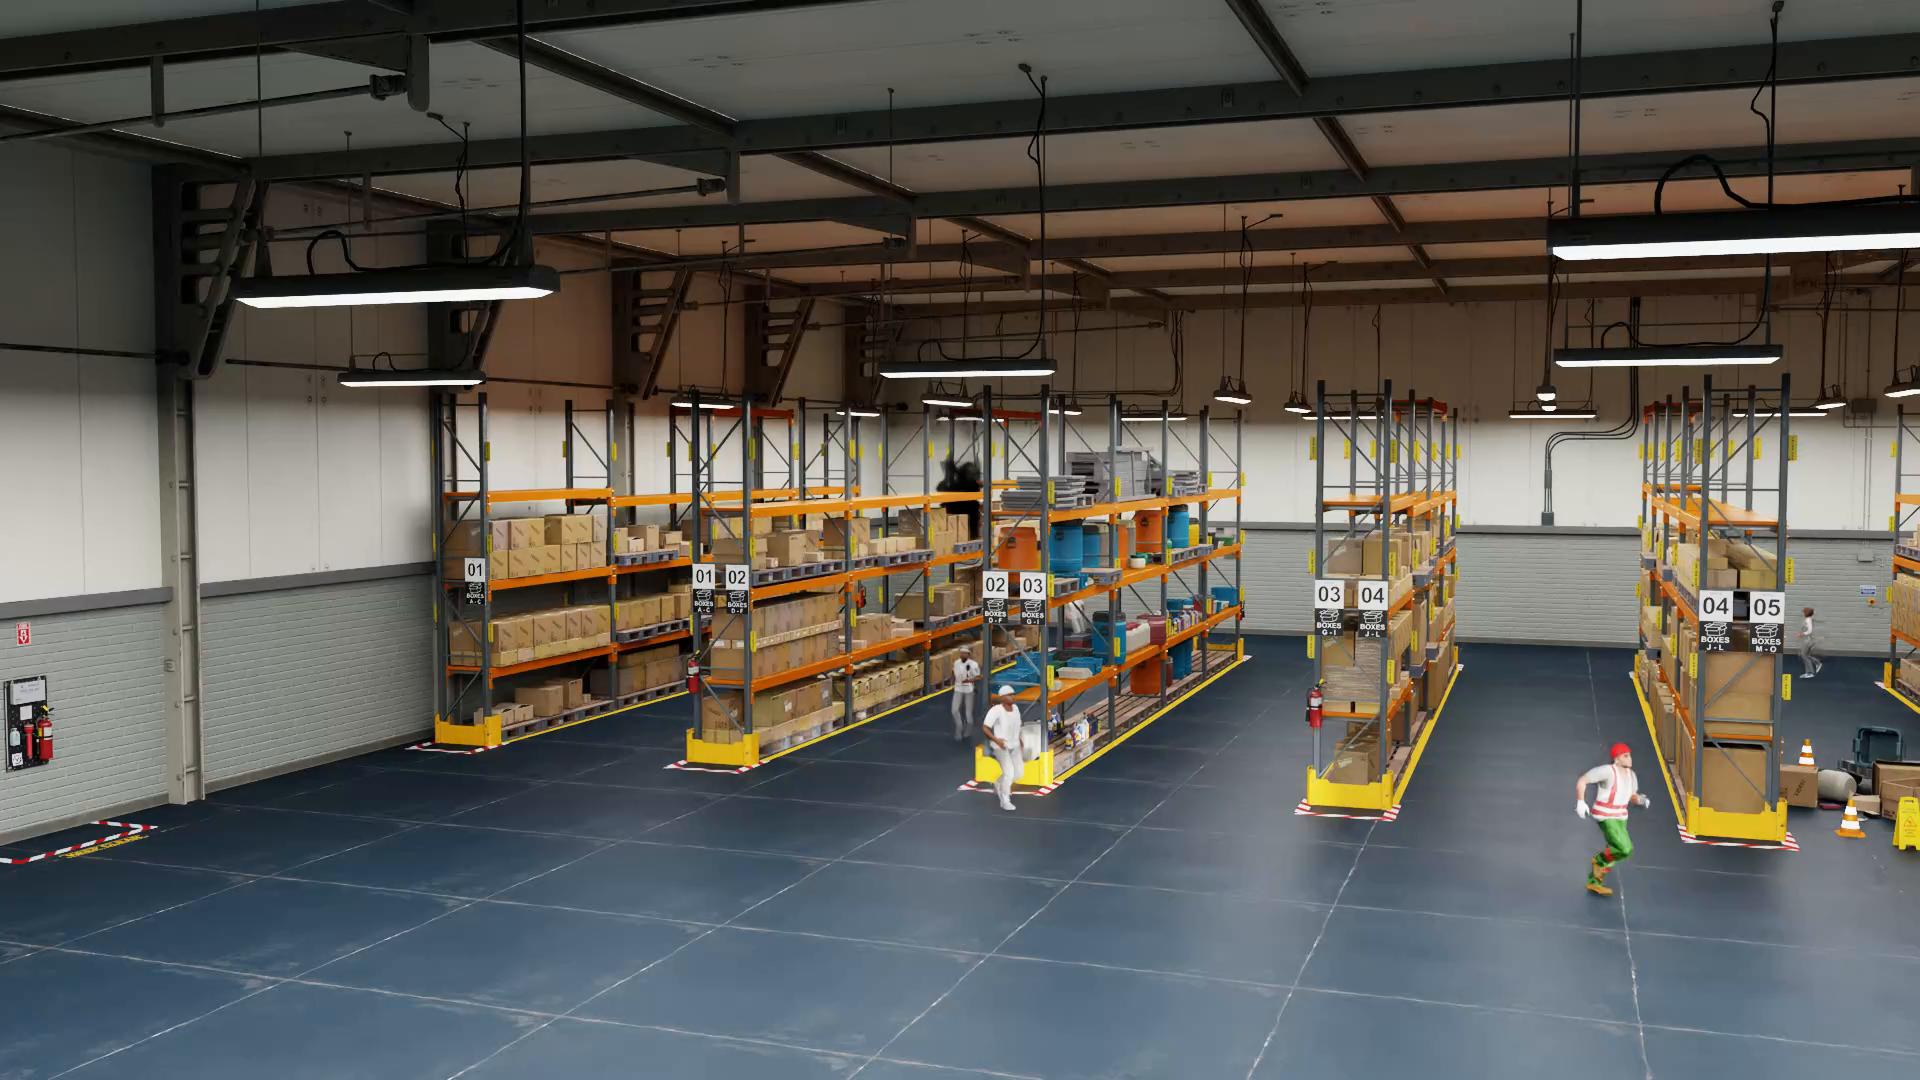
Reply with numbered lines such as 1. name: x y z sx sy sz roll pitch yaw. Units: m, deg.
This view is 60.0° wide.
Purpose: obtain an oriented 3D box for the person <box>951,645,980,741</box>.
1. person: 0.090 2.634 28.736 0.565 1.682 0.711 1 3 16

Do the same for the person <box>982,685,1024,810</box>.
1. person: 0.612 2.895 23.341 0.722 1.729 0.580 -3 4 -41

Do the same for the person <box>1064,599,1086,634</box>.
1. person: 2.866 1.969 41.798 0.685 1.619 0.687 -1 3 -20

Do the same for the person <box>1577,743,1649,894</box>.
1. person: 7.355 3.137 18.631 0.709 1.726 0.681 -2 4 -30

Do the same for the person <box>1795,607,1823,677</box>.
1. person: 18.806 2.271 36.837 0.568 1.572 0.529 1 3 26
